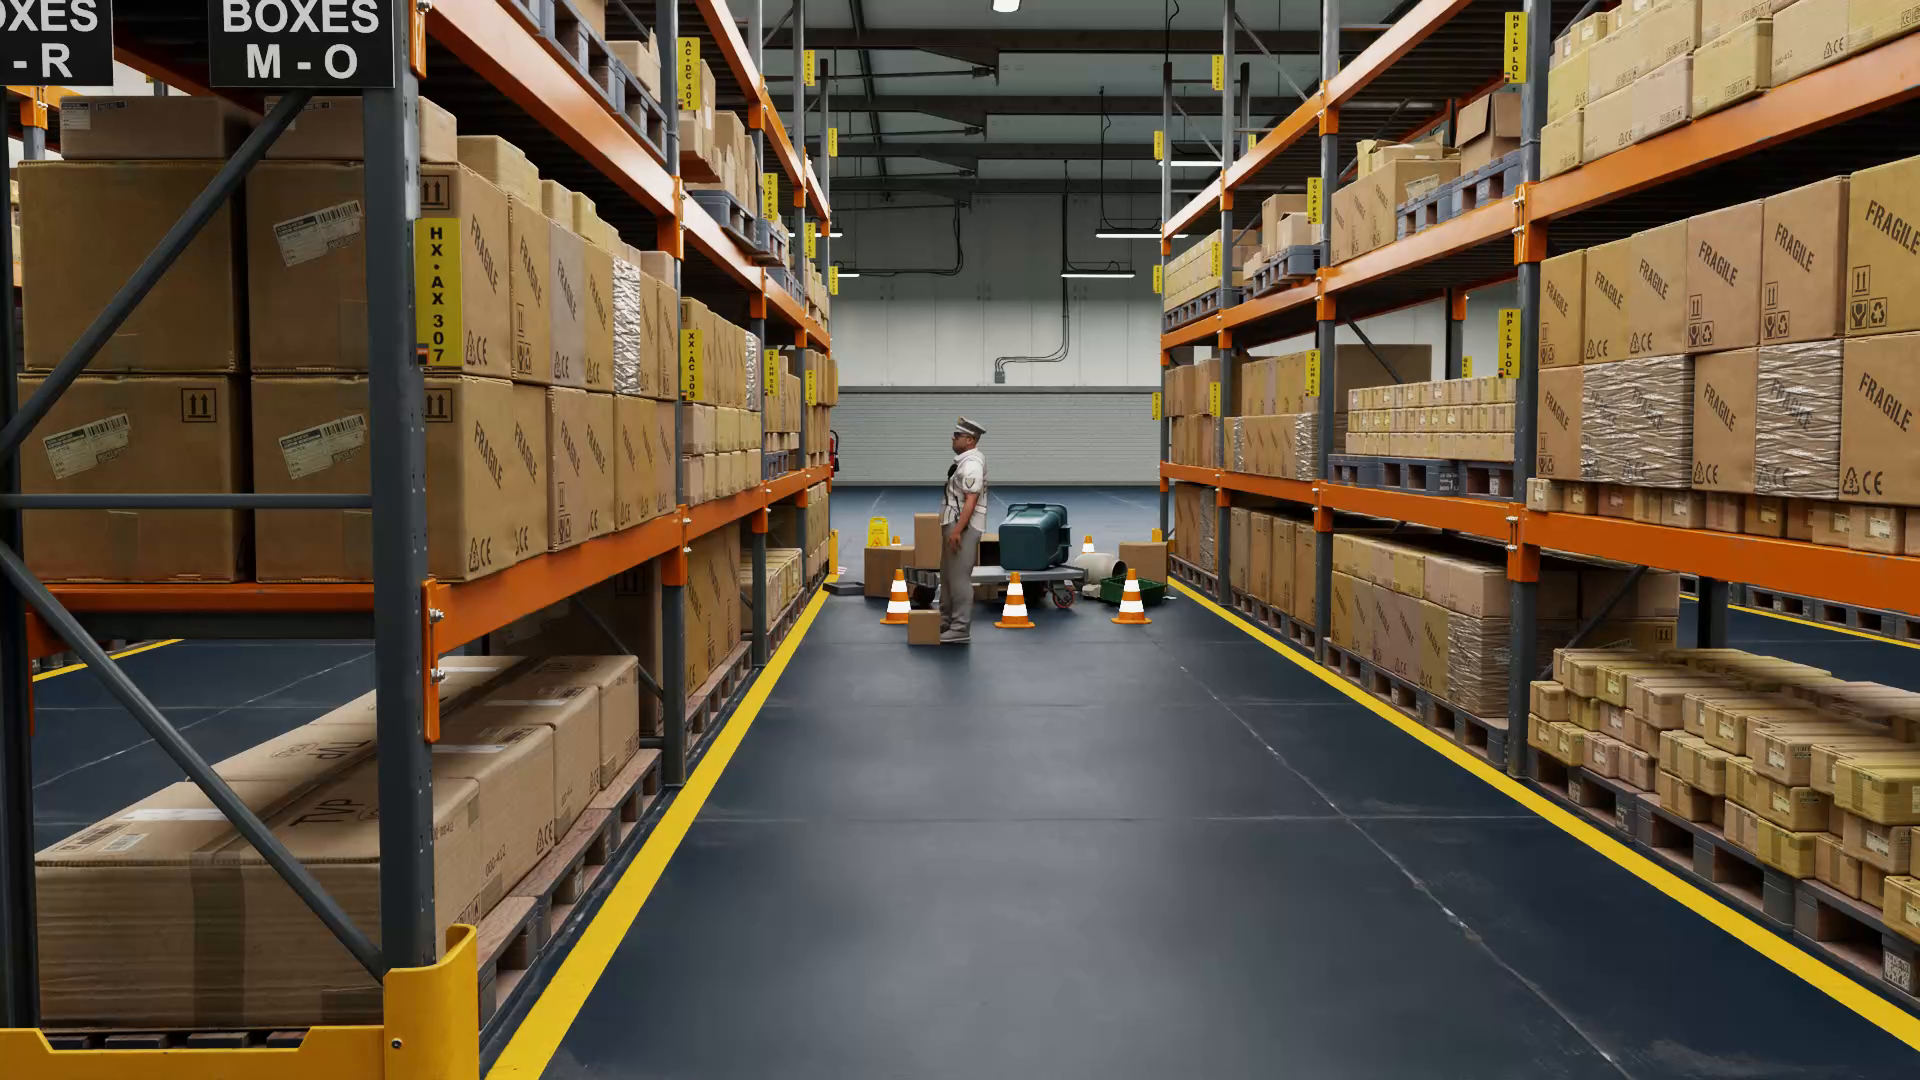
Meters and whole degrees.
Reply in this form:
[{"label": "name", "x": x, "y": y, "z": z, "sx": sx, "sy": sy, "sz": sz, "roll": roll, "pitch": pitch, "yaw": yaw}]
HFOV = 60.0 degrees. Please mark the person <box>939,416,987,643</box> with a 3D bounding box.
[{"label": "person", "x": -0.069, "y": -0.086, "z": 13.120, "sx": 0.574, "sy": 1.780, "sz": 0.640, "roll": 0, "pitch": 4, "yaw": -1}]
